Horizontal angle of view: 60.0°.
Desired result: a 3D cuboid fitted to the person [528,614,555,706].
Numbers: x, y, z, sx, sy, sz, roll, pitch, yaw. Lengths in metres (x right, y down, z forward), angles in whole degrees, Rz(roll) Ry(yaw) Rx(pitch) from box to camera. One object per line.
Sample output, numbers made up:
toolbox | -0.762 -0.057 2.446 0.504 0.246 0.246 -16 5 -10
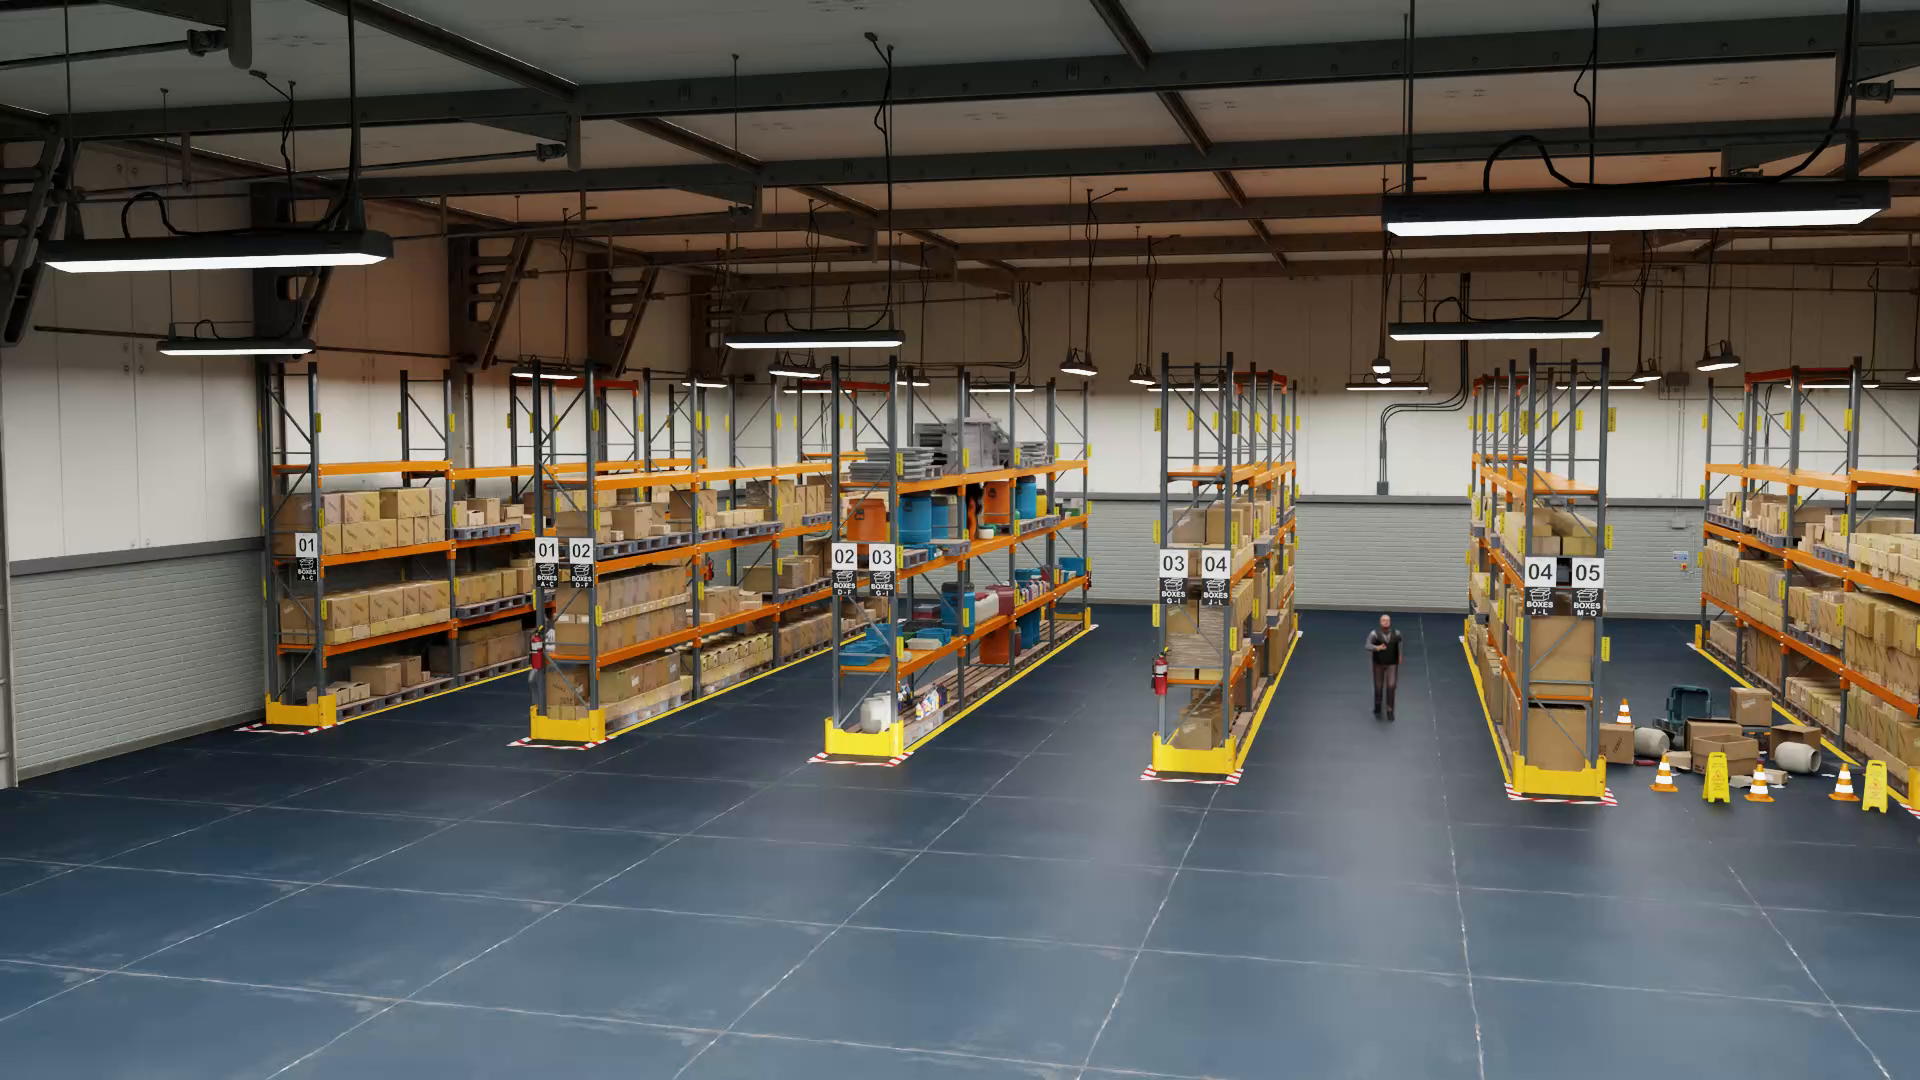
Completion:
person | -7.221 2.138 29.054 0.596 1.743 0.760 1 4 16

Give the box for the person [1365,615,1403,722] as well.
person | 7.196 2.147 28.207 0.658 1.777 0.828 1 4 9
